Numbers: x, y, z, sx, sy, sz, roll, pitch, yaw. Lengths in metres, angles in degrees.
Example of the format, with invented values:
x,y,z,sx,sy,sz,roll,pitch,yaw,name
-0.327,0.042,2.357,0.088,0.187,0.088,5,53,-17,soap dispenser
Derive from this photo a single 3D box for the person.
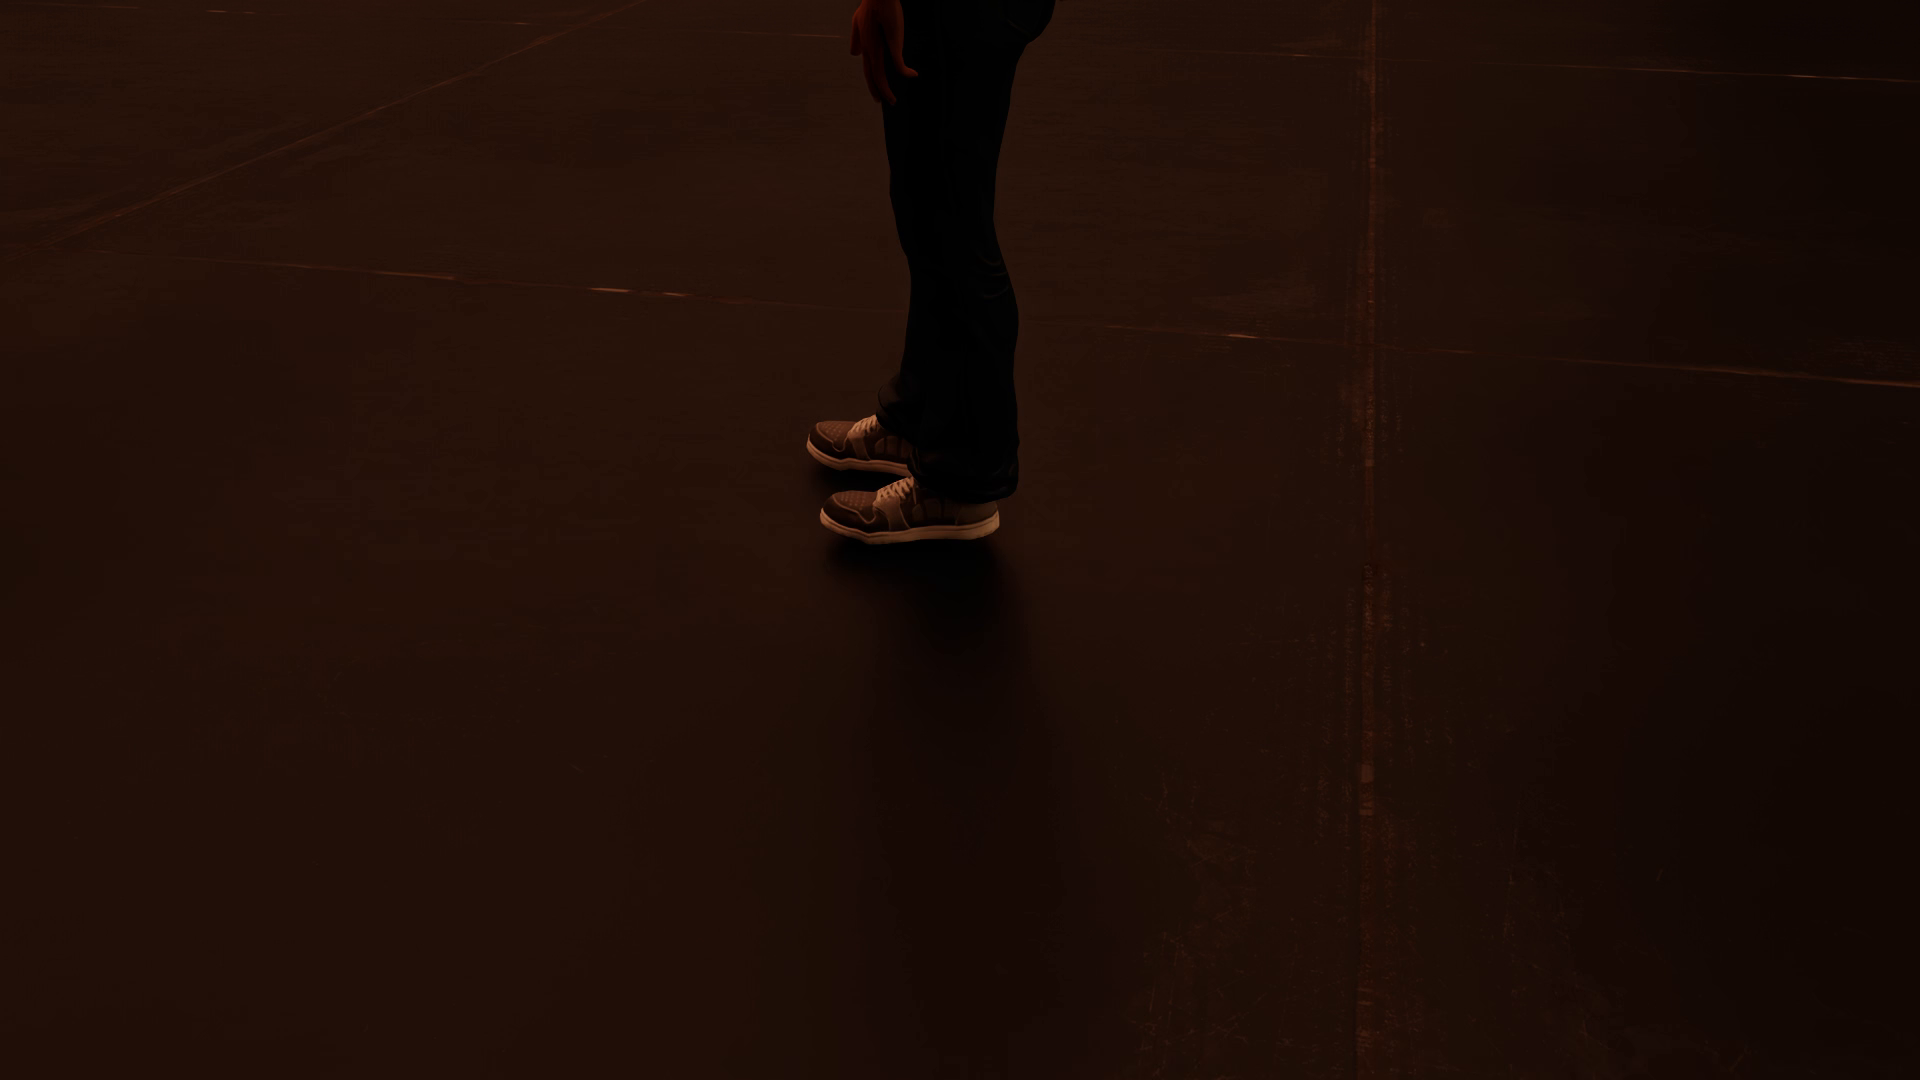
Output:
x,y,z,sx,sy,sz,roll,pitch,yaw,name
-0.069,-0.733,2.164,0.476,1.597,0.520,6,27,11,person
